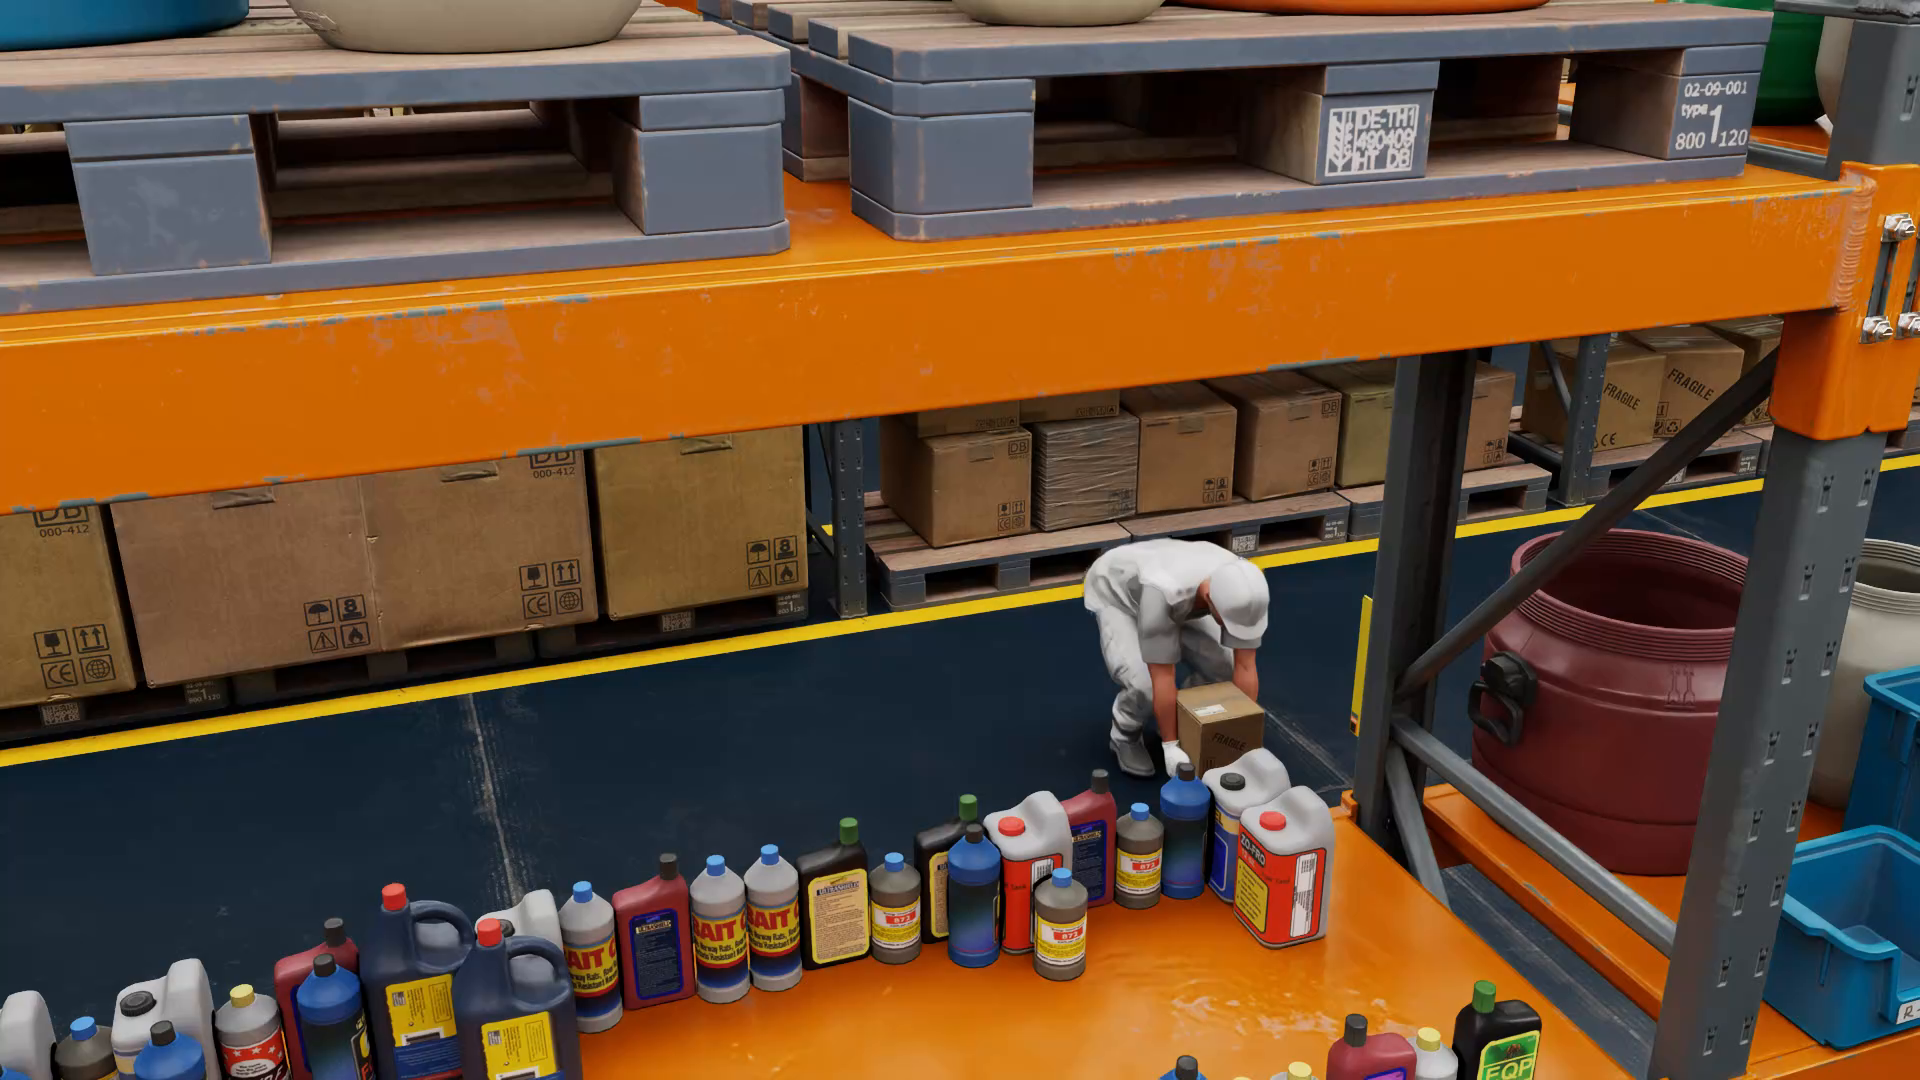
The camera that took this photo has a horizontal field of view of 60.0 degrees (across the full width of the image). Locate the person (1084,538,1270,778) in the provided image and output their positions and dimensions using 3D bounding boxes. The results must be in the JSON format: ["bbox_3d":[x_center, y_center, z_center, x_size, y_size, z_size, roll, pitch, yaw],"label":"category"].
[{"bbox_3d":[0.801,0.412,6.116,0.524,0.988,0.921,-9,24,-21],"label":"person"}]
